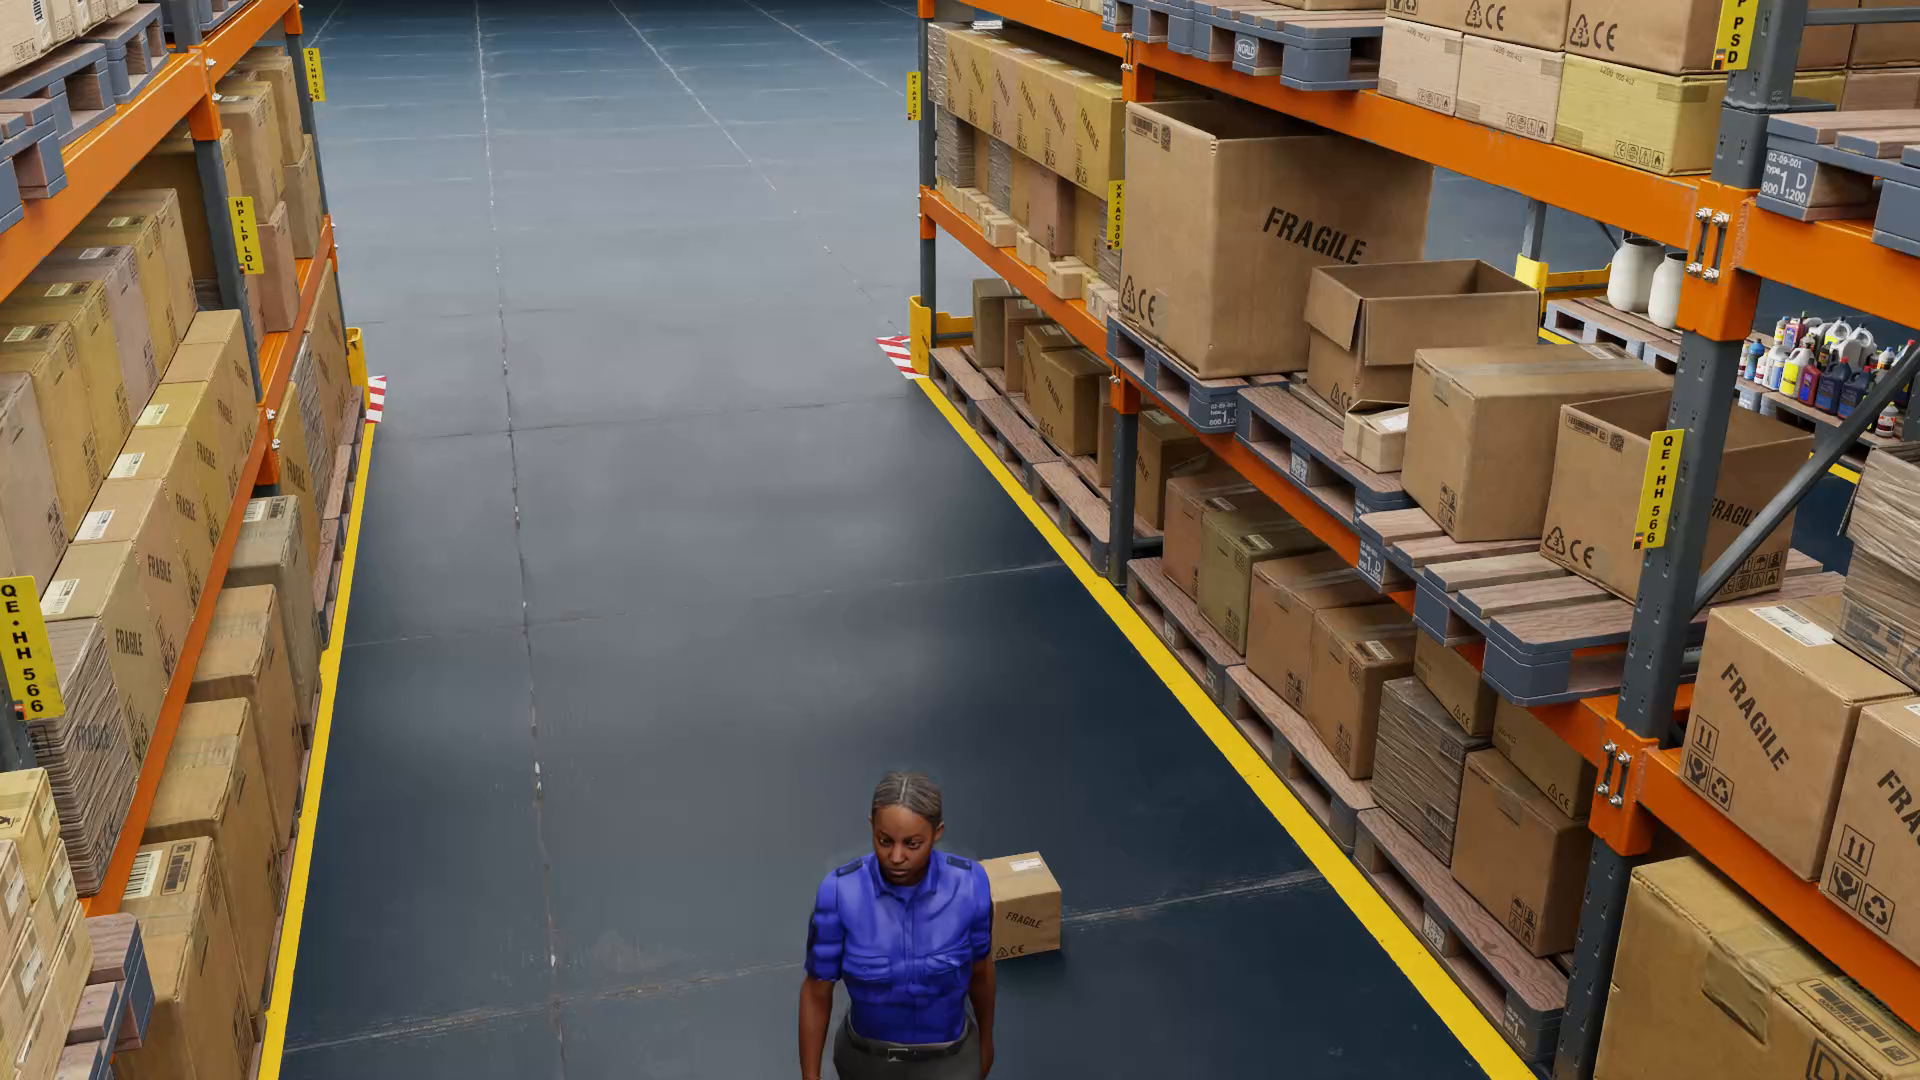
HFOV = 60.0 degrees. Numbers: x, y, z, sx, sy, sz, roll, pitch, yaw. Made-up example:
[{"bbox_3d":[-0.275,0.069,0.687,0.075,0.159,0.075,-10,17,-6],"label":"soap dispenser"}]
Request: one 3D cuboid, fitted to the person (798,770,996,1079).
[{"bbox_3d":[-0.151,1.294,4.032,0.466,1.596,1.002,1,23,3],"label":"person"}]
